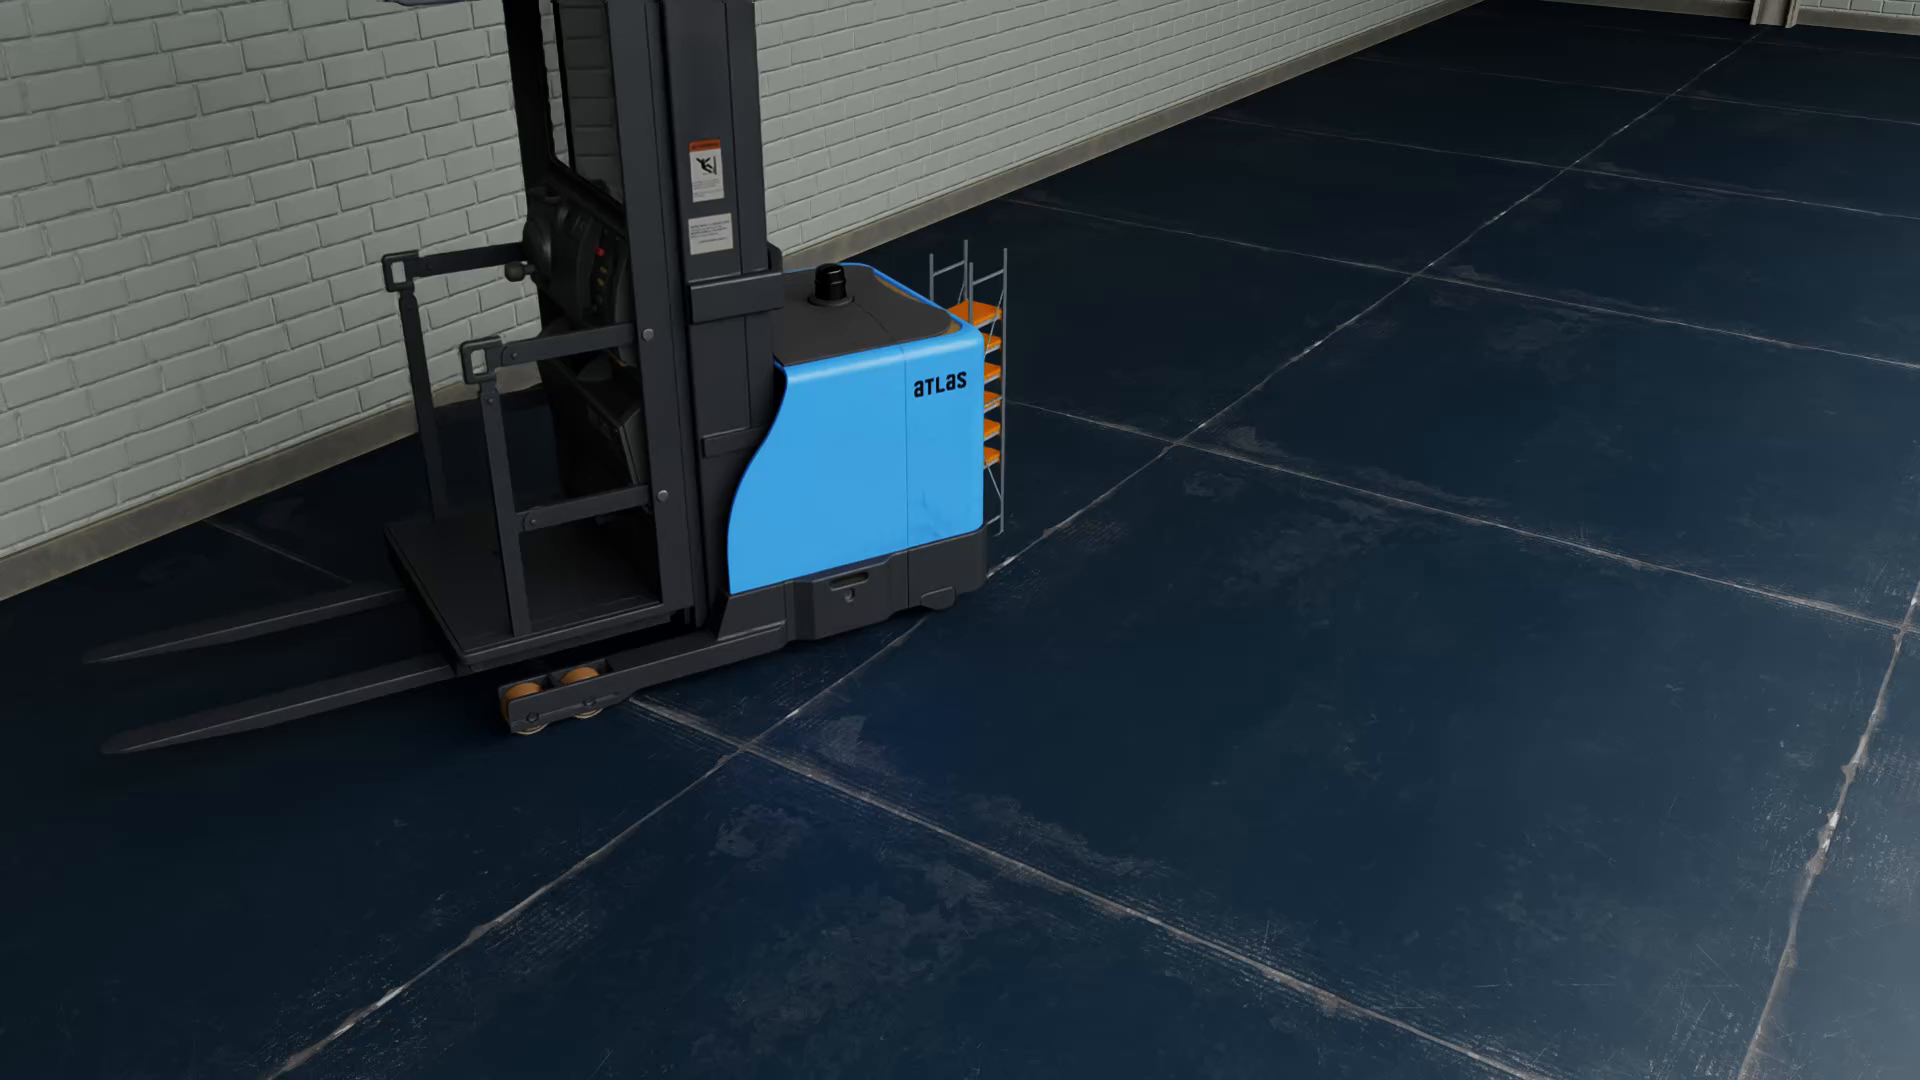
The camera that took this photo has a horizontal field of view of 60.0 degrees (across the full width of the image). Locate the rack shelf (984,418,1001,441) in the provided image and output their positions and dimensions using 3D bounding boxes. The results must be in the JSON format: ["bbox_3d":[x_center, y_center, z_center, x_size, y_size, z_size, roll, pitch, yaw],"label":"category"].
[{"bbox_3d":[0.030,-0.401,6.578,0.180,0.103,0.258,18,32,32],"label":"rack shelf"}]

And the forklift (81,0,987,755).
[{"bbox_3d":[-1.434,-0.939,5.363,3.031,2.935,1.130,-15,30,-26],"label":"forklift"}]

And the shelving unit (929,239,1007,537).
[{"bbox_3d":[0.030,-0.548,6.503,0.189,1.200,0.258,18,32,32],"label":"shelving unit"}]

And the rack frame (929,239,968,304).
[{"bbox_3d":[-0.043,-0.572,6.551,0.006,1.200,0.240,18,32,32],"label":"rack frame"}]

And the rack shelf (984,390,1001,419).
[{"bbox_3d":[0.030,-0.508,6.523,0.180,0.103,0.258,18,32,32],"label":"rack shelf"}]

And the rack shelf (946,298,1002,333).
[{"bbox_3d":[0.030,-0.829,6.360,0.180,0.103,0.258,18,32,32],"label":"rack shelf"}]

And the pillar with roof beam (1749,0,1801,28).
[{"bbox_3d":[6.023,-7.774,12.104,0.400,9.000,9.100,17,32,30],"label":"pillar with roof beam"}]

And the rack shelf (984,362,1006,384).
[{"bbox_3d":[0.030,-0.615,6.469,0.180,0.103,0.258,18,32,32],"label":"rack shelf"}]

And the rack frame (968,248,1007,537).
[{"bbox_3d":[0.104,-0.523,6.455,0.006,1.200,0.240,18,32,32],"label":"rack frame"}]

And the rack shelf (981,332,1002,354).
[{"bbox_3d":[0.030,-0.722,6.414,0.180,0.103,0.258,18,32,32],"label":"rack shelf"}]

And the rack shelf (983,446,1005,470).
[{"bbox_3d":[0.030,-0.294,6.632,0.180,0.103,0.258,18,32,32],"label":"rack shelf"}]
